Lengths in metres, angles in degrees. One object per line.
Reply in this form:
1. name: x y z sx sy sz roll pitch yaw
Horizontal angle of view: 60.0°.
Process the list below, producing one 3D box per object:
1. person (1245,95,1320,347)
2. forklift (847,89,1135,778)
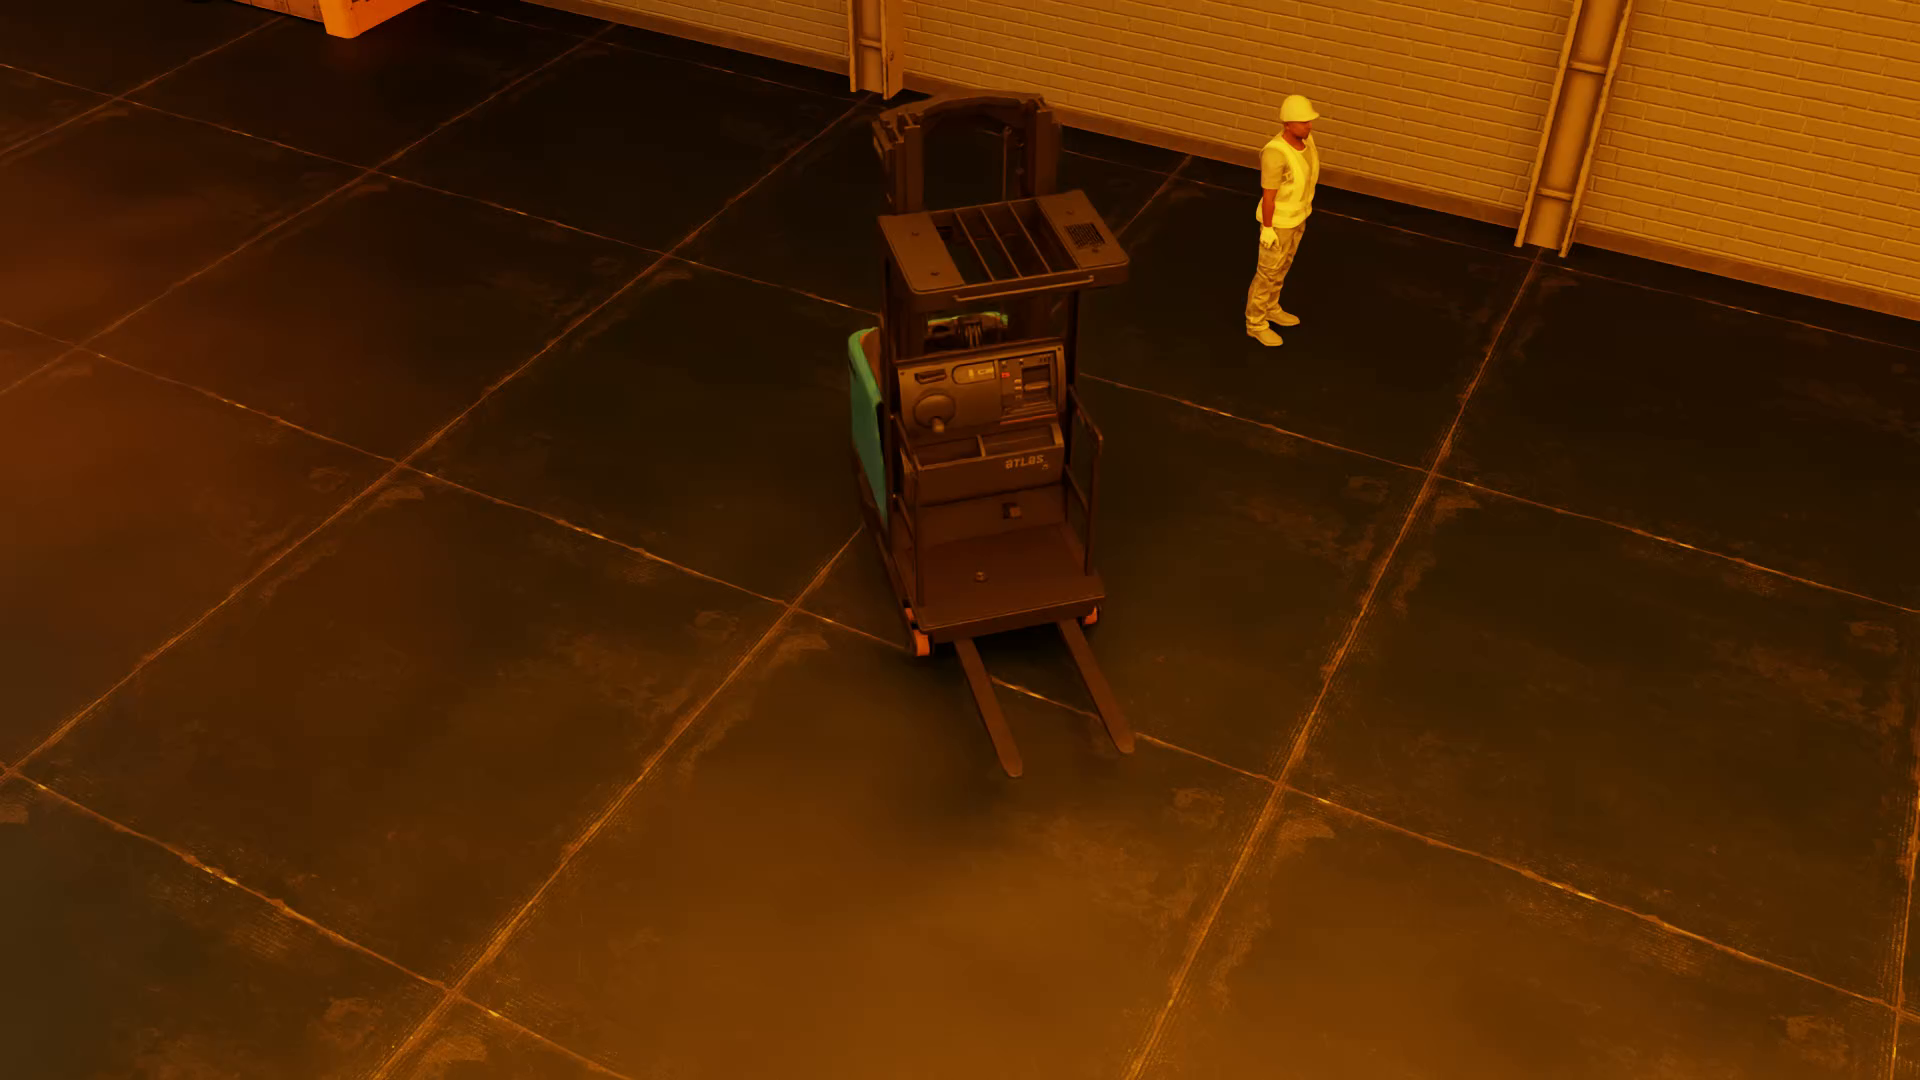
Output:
1. person: 2.255 -2.229 11.522 0.369 1.790 0.549 23 45 25
2. forklift: 0.182 -0.738 8.863 1.130 2.935 3.031 -10 41 -12
